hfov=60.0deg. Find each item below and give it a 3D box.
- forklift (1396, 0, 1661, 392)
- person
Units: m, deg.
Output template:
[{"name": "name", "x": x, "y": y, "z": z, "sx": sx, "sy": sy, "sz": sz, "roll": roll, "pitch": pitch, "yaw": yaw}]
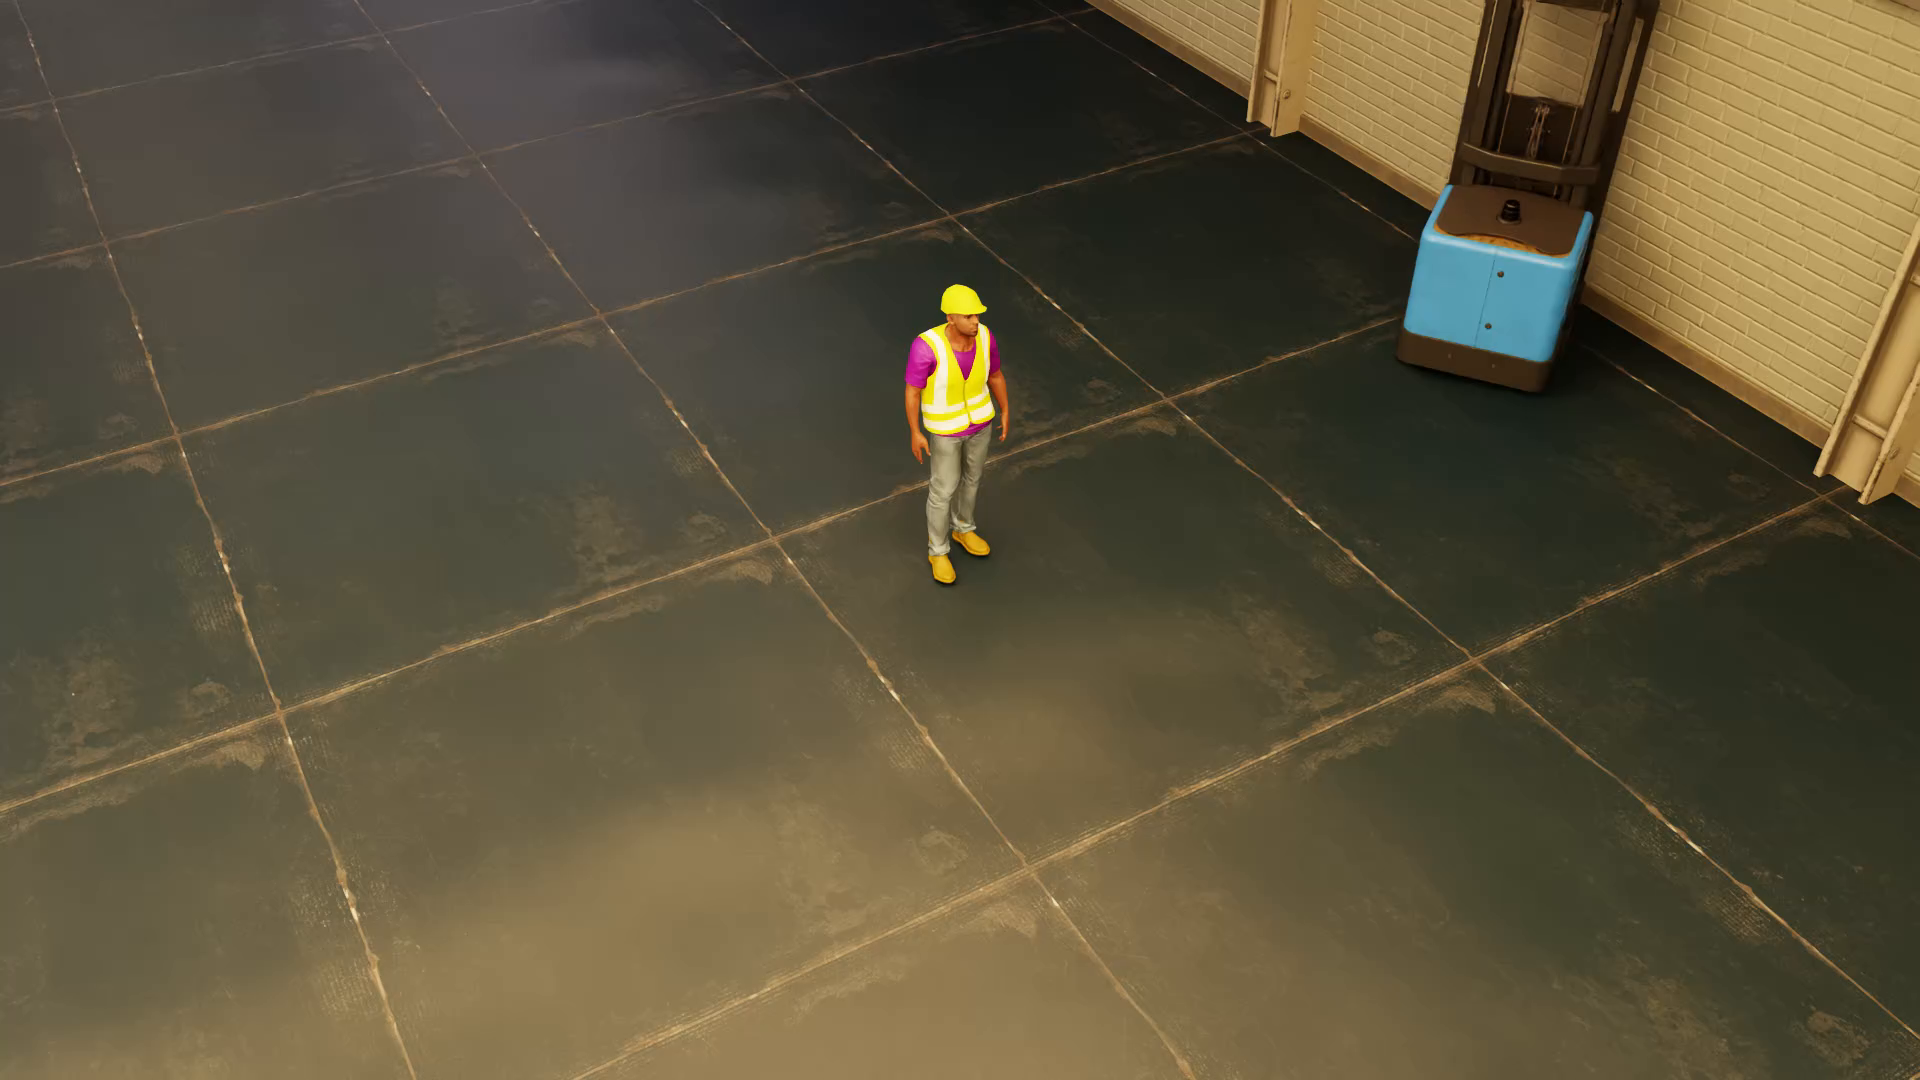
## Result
[{"name": "forklift", "x": 4.171, "y": -3.085, "z": 11.756, "sx": 1.130, "sy": 2.935, "sz": 3.031, "roll": 16, "pitch": 42, "yaw": 19}, {"name": "person", "x": 0.029, "y": -0.645, "z": 9.715, "sx": 0.665, "sy": 1.765, "sz": 0.577, "roll": -20, "pitch": 44, "yaw": -23}]
